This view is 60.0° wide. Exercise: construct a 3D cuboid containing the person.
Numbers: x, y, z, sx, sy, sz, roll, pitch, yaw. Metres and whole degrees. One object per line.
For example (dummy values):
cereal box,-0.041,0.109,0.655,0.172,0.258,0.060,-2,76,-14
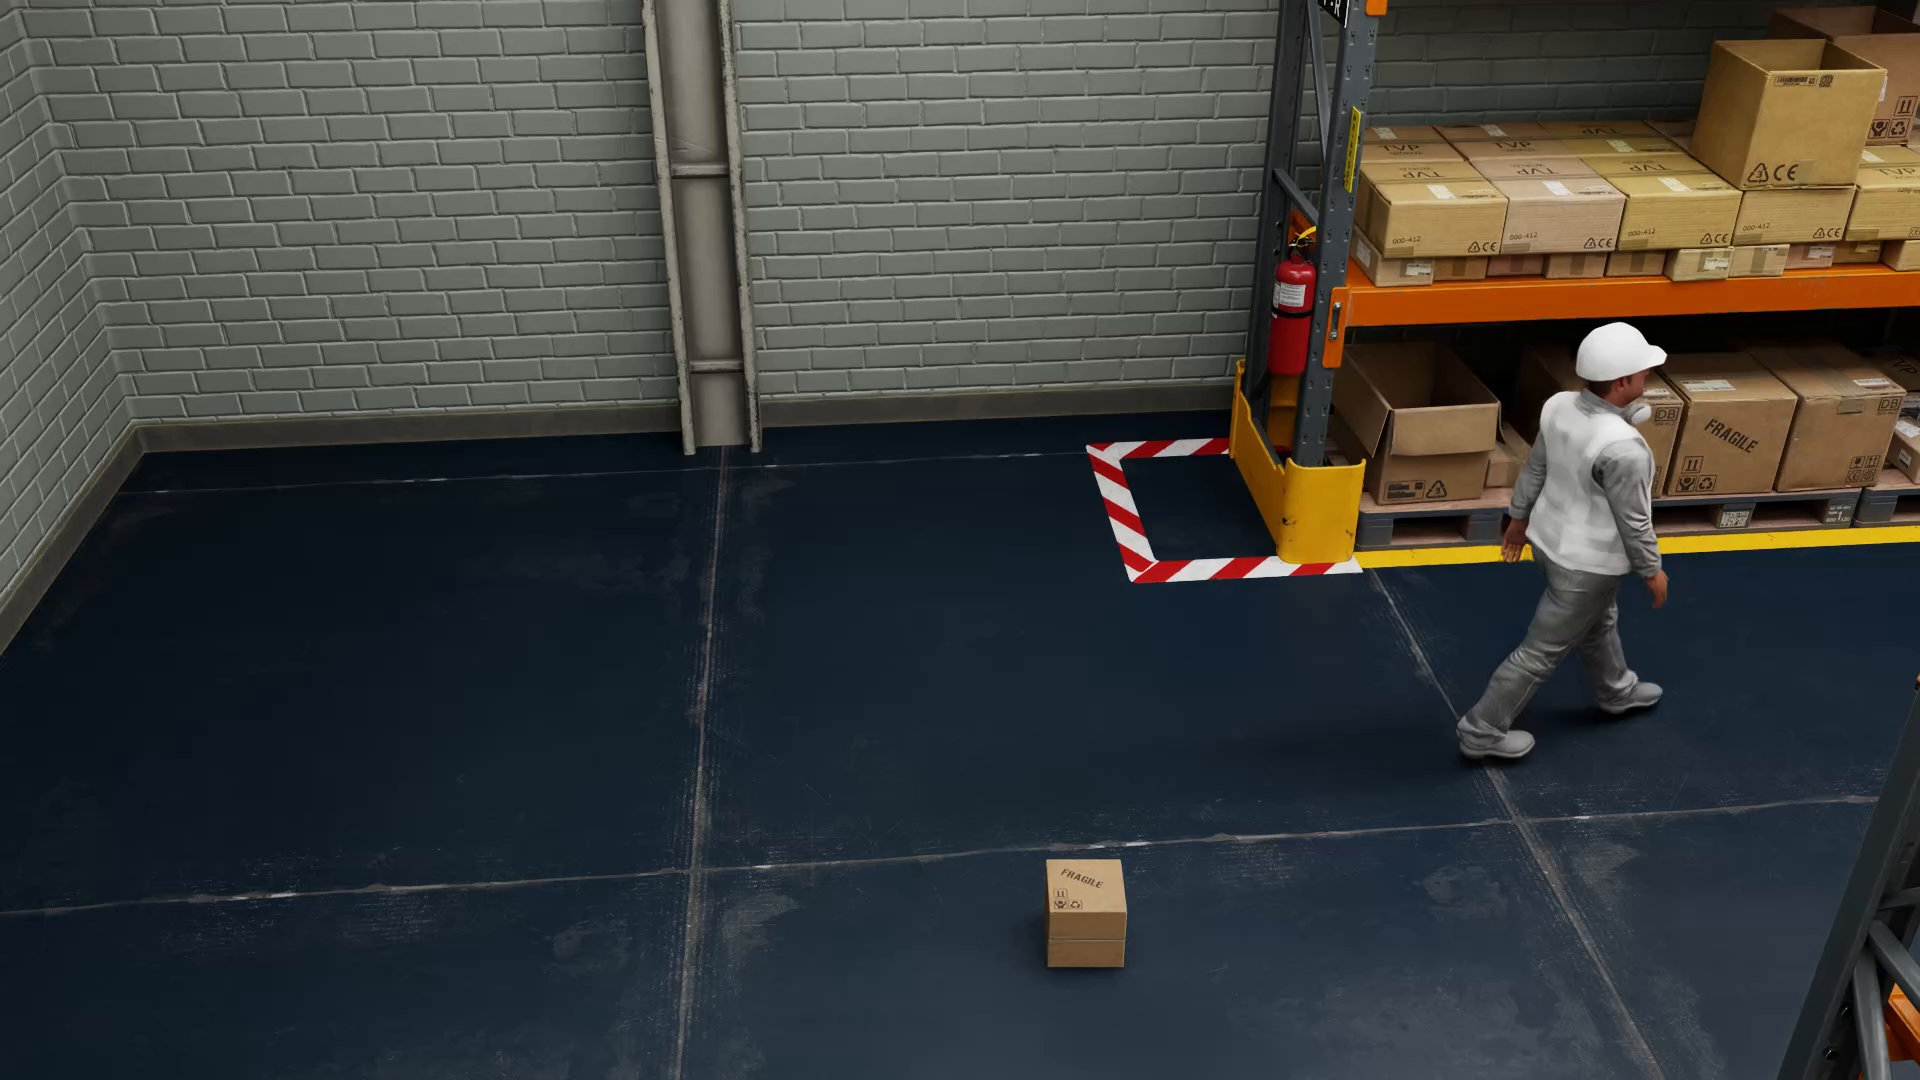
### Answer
person,2.364,0.016,6.050,0.965,1.721,0.565,-4,31,-7
